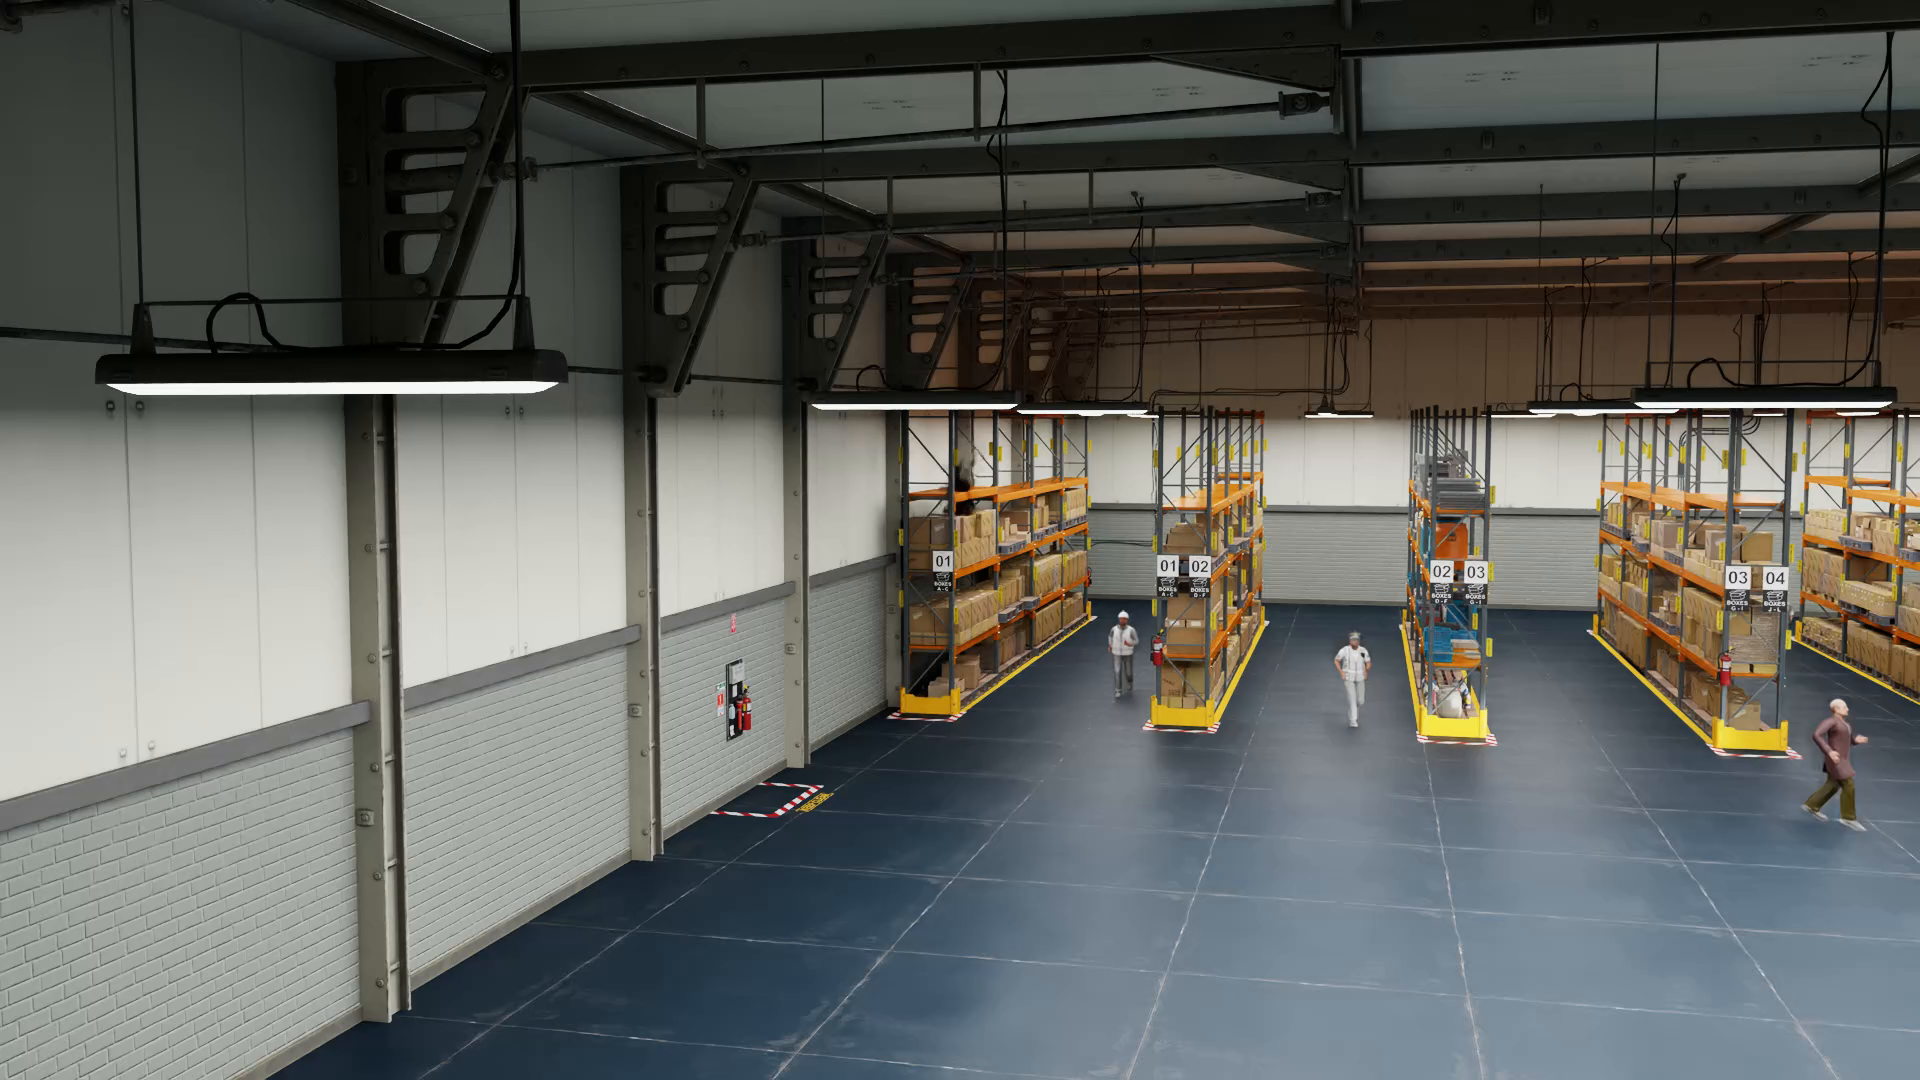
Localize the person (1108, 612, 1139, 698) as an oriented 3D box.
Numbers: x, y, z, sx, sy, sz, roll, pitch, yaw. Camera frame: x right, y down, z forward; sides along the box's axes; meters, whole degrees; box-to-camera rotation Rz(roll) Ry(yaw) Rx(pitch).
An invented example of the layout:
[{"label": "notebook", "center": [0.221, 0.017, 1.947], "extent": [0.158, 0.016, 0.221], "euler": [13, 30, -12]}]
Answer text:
[{"label": "person", "center": [3.376, 2.365, 34.507], "extent": [0.667, 1.749, 0.915], "euler": [1, 4, 14]}]

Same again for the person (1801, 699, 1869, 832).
[{"label": "person", "center": [12.336, 3.147, 23.429], "extent": [0.876, 1.823, 0.694], "euler": [3, 5, 38]}]

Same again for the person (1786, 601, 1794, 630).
[{"label": "person", "center": [19.996, 2.048, 40.484], "extent": [0.546, 1.592, 0.741], "euler": [1, 4, 15]}]

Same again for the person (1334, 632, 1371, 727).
[{"label": "person", "center": [7.401, 2.599, 31.334], "extent": [0.689, 1.759, 0.699], "euler": [0, 4, -2]}]
